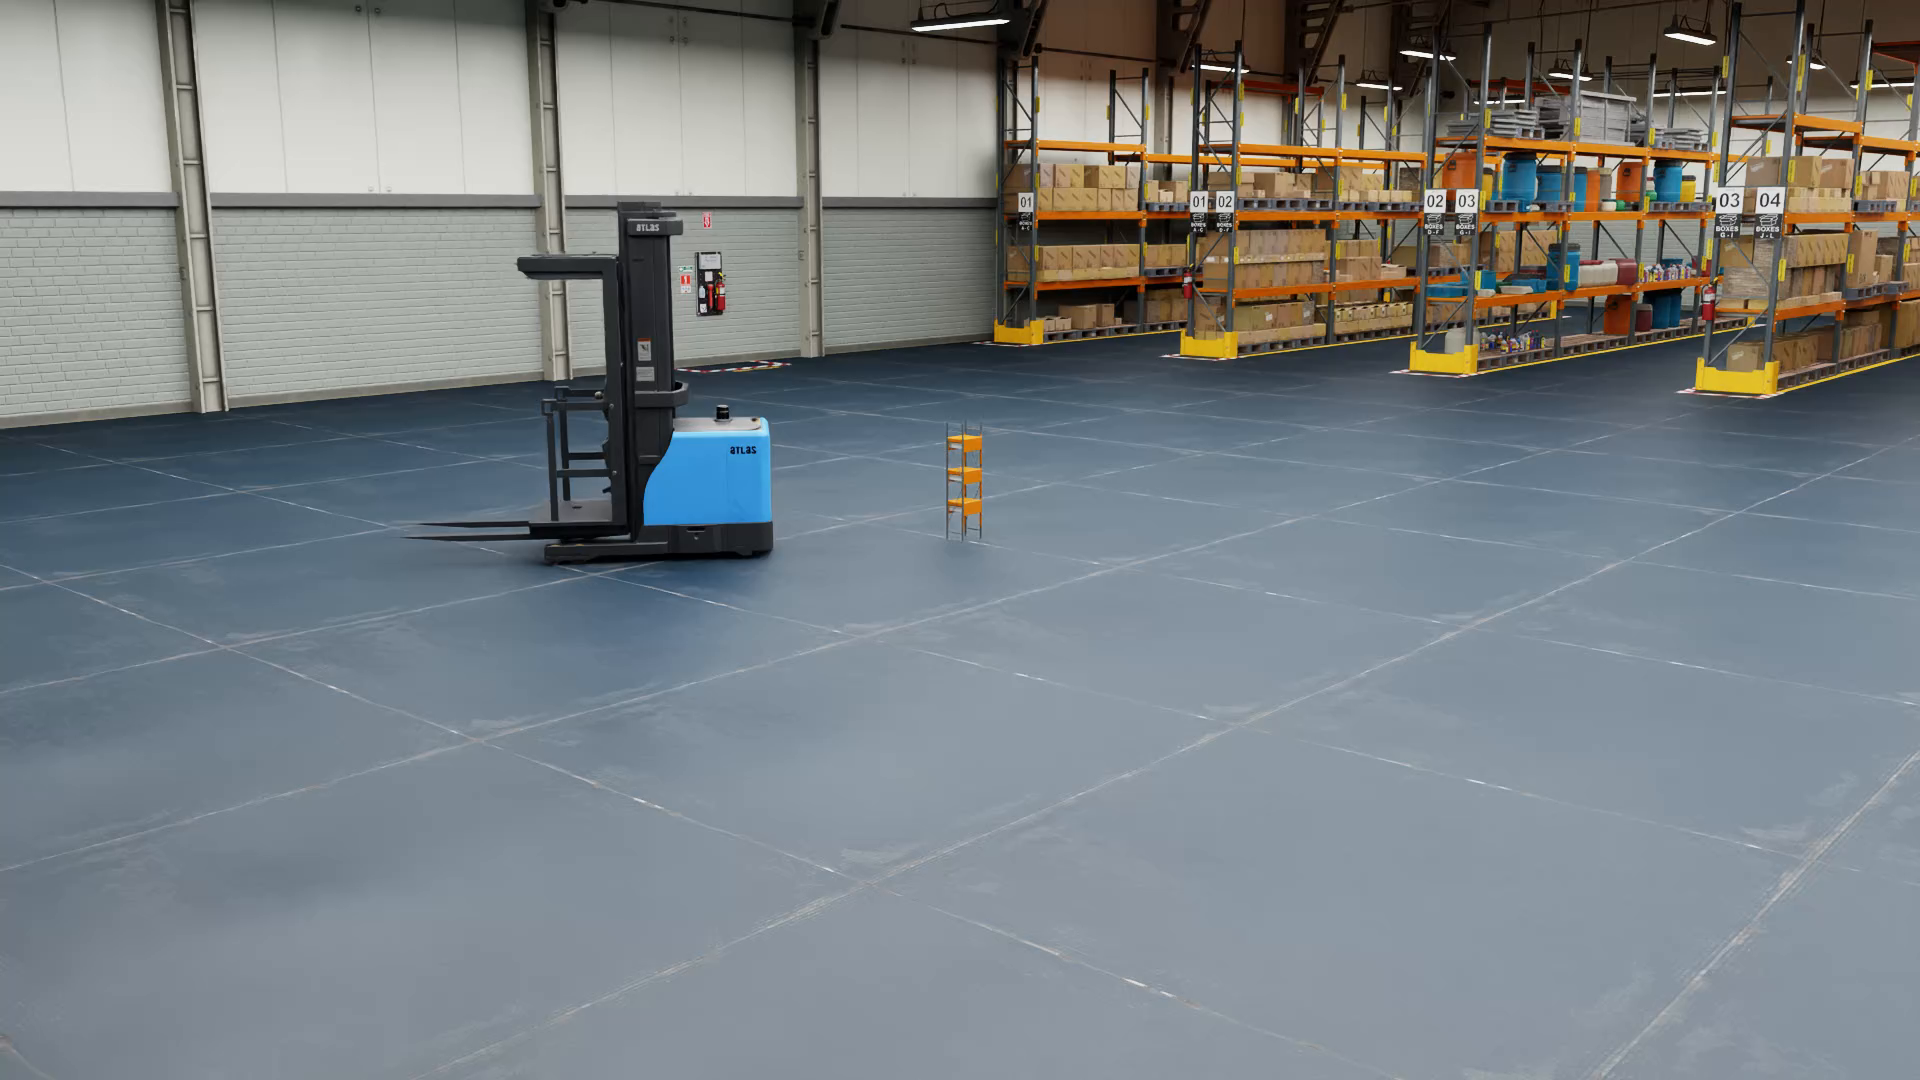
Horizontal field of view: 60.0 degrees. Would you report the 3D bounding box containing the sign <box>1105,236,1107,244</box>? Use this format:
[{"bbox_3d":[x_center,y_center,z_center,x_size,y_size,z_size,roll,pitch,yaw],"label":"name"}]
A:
[{"bbox_3d":[3.447,-6.999,39.139,0.100,0.325,0.005,10,15,40],"label":"sign"}]

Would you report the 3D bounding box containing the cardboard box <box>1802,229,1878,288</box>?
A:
[{"bbox_3d":[15.658,-5.038,29.672,1.000,1.000,1.000,10,15,41],"label":"cardboard box"}]

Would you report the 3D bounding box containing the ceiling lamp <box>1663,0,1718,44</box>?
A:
[{"bbox_3d":[13.322,-10.502,29.413,0.800,3.185,2.000,10,15,40],"label":"ceiling lamp"}]

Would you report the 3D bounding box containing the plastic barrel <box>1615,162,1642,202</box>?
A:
[{"bbox_3d":[14.325,-7.638,35.469,0.600,0.830,0.708,10,15,40],"label":"plastic barrel"}]

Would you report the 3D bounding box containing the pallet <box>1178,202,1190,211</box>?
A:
[{"bbox_3d":[5.036,-7.969,39.772,1.213,0.211,1.003,10,15,40],"label":"pallet"}]

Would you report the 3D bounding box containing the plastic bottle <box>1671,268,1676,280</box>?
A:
[{"bbox_3d":[15.909,-5.948,37.149,0.152,0.276,0.135,10,15,40],"label":"plastic bottle"}]

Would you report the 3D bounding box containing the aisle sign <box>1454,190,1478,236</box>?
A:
[{"bbox_3d":[8.840,-5.717,29.039,0.394,0.787,0.004,10,15,40],"label":"aisle sign"}]

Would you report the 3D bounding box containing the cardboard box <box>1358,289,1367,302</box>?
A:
[{"bbox_3d":[11.070,-6.916,46.990,0.700,0.500,0.500,10,15,40],"label":"cardboard box"}]

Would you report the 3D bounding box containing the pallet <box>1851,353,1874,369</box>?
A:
[{"bbox_3d":[16.346,-3.366,31.027,1.003,0.211,1.213,10,15,40],"label":"pallet"}]

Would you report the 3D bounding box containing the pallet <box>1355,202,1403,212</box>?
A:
[{"bbox_3d":[9.113,-7.411,36.980,1.003,0.211,1.213,11,16,43],"label":"pallet"}]

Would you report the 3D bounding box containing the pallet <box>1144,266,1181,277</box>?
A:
[{"bbox_3d":[4.480,-6.360,39.384,1.003,0.211,1.213,10,15,40],"label":"pallet"}]

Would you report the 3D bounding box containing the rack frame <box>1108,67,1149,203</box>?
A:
[{"bbox_3d":[3.866,-9.302,38.309,1.000,3.000,0.127,10,15,40],"label":"rack frame"}]

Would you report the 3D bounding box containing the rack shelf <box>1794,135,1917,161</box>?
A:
[{"bbox_3d":[16.349,-7.126,30.272,1.077,0.370,4.000,10,15,40],"label":"rack shelf"}]

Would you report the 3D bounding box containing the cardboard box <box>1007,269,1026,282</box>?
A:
[{"bbox_3d":[1.389,-5.802,36.432,0.500,0.250,0.500,10,15,41],"label":"cardboard box"}]

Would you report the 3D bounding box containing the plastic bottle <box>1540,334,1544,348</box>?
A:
[{"bbox_3d":[11.238,-3.849,32.138,0.061,0.283,0.133,11,16,43],"label":"plastic bottle"}]

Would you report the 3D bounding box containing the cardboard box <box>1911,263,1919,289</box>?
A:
[{"bbox_3d":[18.868,-5.265,33.156,0.500,0.500,0.500,9,15,39],"label":"cardboard box"}]

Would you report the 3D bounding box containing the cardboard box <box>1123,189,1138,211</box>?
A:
[{"bbox_3d":[3.717,-7.783,38.057,0.500,0.500,0.500,10,15,42],"label":"cardboard box"}]

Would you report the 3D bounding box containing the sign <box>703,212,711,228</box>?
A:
[{"bbox_3d":[-4.663,-5.893,30.641,0.001,0.298,0.199,10,15,40],"label":"sign"}]

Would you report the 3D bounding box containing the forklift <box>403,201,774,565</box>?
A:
[{"bbox_3d":[-3.128,-1.344,13.958,3.031,2.935,1.130,-1,11,-7],"label":"forklift"}]

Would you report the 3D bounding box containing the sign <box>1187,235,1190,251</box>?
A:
[{"bbox_3d":[4.551,-5.888,32.971,0.100,0.325,0.005,10,15,40],"label":"sign"}]

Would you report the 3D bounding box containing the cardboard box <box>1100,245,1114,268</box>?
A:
[{"bbox_3d":[3.121,-6.408,37.552,0.500,0.500,0.500,9,15,39],"label":"cardboard box"}]

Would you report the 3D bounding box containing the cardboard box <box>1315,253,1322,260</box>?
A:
[{"bbox_3d":[7.406,-5.984,35.099,0.380,0.149,0.250,9,15,39],"label":"cardboard box"}]

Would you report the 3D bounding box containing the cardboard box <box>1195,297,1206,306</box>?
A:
[{"bbox_3d":[5.643,-5.765,41.176,0.700,0.500,0.500,10,15,40],"label":"cardboard box"}]

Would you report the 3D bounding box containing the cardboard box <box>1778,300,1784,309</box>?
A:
[{"bbox_3d":[12.935,-3.773,26.582,0.380,0.149,0.250,10,15,40],"label":"cardboard box"}]

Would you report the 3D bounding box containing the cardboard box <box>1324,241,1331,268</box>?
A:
[{"bbox_3d":[9.517,-7.762,45.149,0.980,0.700,0.700,10,15,41],"label":"cardboard box"}]

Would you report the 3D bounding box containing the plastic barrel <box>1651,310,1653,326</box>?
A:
[{"bbox_3d":[15.310,-4.989,37.309,0.421,0.512,0.421,0,11,0],"label":"plastic barrel"}]

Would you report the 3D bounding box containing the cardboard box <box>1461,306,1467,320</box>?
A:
[{"bbox_3d":[12.096,-5.632,40.510,0.500,0.500,0.500,10,15,41],"label":"cardboard box"}]

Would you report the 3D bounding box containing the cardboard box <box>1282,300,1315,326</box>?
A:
[{"bbox_3d":[7.109,-4.777,35.003,0.500,0.500,0.500,10,15,40],"label":"cardboard box"}]

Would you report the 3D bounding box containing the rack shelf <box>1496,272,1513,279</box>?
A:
[{"bbox_3d":[14.191,-6.839,43.129,1.077,0.370,4.000,10,15,40],"label":"rack shelf"}]

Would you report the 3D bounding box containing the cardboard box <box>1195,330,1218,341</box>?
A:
[{"bbox_3d":[5.081,-4.106,33.560,0.500,0.250,0.500,10,15,40],"label":"cardboard box"}]

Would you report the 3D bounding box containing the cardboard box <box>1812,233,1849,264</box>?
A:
[{"bbox_3d":[14.938,-5.022,28.630,0.500,0.500,0.500,10,15,40],"label":"cardboard box"}]

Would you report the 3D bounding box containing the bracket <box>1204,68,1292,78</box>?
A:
[{"bbox_3d":[7.240,-11.970,42.479,0.076,0.066,4.783,10,15,40],"label":"bracket"}]

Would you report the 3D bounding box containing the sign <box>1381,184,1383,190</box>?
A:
[{"bbox_3d":[9.824,-8.104,38.647,0.100,0.325,0.005,10,15,40],"label":"sign"}]

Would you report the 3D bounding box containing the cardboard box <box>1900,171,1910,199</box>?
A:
[{"bbox_3d":[17.542,-6.690,31.357,0.500,0.500,0.500,10,15,42],"label":"cardboard box"}]

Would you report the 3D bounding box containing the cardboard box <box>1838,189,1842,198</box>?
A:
[{"bbox_3d":[14.685,-5.871,28.154,0.380,0.149,0.250,9,14,38],"label":"cardboard box"}]

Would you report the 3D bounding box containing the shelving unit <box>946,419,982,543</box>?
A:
[{"bbox_3d":[0.035,-0.523,14.648,0.215,1.050,0.252,10,15,40],"label":"shelving unit"}]

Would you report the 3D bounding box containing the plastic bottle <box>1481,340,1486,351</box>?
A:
[{"bbox_3d":[9.935,-3.702,31.607,0.097,0.201,0.097,0,11,0],"label":"plastic bottle"}]

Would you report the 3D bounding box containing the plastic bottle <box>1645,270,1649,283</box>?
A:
[{"bbox_3d":[14.782,-5.697,35.892,0.152,0.276,0.135,10,15,40],"label":"plastic bottle"}]

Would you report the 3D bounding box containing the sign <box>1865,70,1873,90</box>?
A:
[{"bbox_3d":[15.424,-7.805,28.225,0.100,0.325,0.005,10,15,40],"label":"sign"}]

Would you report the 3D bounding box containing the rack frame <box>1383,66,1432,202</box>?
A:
[{"bbox_3d":[10.230,-9.251,38.051,1.000,3.000,0.127,10,15,40],"label":"rack frame"}]

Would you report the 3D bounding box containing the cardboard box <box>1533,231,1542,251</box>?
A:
[{"bbox_3d":[14.752,-7.773,43.160,0.500,0.500,0.500,10,15,42],"label":"cardboard box"}]

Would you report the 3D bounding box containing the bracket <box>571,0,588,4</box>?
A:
[{"bbox_3d":[-6.343,-8.943,27.322,0.235,0.232,0.430,10,15,40],"label":"bracket"}]

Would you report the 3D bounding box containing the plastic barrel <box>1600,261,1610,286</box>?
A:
[{"bbox_3d":[13.152,-5.482,34.212,0.421,0.512,0.421,0,11,0],"label":"plastic barrel"}]

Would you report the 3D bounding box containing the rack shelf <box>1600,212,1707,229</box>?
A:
[{"bbox_3d":[15.269,-7.080,36.679,1.077,0.370,4.000,10,15,40],"label":"rack shelf"}]

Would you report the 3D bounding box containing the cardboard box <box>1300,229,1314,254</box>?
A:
[{"bbox_3d":[6.969,-6.265,34.851,0.700,0.500,0.500,10,15,40],"label":"cardboard box"}]

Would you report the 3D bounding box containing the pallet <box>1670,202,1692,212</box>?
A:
[{"bbox_3d":[15.398,-7.339,36.623,1.003,0.211,1.213,10,15,40],"label":"pallet"}]

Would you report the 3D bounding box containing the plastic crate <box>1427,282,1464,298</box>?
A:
[{"bbox_3d":[8.773,-4.530,30.114,0.499,0.251,0.616,10,15,40],"label":"plastic crate"}]

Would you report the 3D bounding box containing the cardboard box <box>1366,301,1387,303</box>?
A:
[{"bbox_3d":[9.664,-5.402,38.616,0.500,0.311,0.500,10,15,42],"label":"cardboard box"}]

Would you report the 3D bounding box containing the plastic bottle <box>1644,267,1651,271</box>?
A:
[{"bbox_3d":[15.500,-6.021,37.513,0.152,0.276,0.135,10,15,40],"label":"plastic bottle"}]

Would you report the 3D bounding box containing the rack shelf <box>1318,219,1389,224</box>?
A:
[{"bbox_3d":[10.467,-8.950,46.039,1.077,0.370,4.000,10,15,40],"label":"rack shelf"}]

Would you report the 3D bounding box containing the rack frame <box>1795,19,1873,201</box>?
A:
[{"bbox_3d":[15.028,-7.381,28.689,1.000,3.000,0.127,10,15,40],"label":"rack frame"}]

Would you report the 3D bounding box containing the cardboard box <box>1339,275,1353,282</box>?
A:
[{"bbox_3d":[8.328,-5.701,36.237,0.380,0.149,0.250,10,15,40],"label":"cardboard box"}]

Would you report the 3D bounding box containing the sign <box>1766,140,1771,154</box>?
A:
[{"bbox_3d":[19.653,-9.560,40.422,0.100,0.325,0.005,10,15,40],"label":"sign"}]

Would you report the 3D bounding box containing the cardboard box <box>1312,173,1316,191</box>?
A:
[{"bbox_3d":[9.828,-9.626,44.729,0.500,0.500,0.500,10,15,40],"label":"cardboard box"}]
